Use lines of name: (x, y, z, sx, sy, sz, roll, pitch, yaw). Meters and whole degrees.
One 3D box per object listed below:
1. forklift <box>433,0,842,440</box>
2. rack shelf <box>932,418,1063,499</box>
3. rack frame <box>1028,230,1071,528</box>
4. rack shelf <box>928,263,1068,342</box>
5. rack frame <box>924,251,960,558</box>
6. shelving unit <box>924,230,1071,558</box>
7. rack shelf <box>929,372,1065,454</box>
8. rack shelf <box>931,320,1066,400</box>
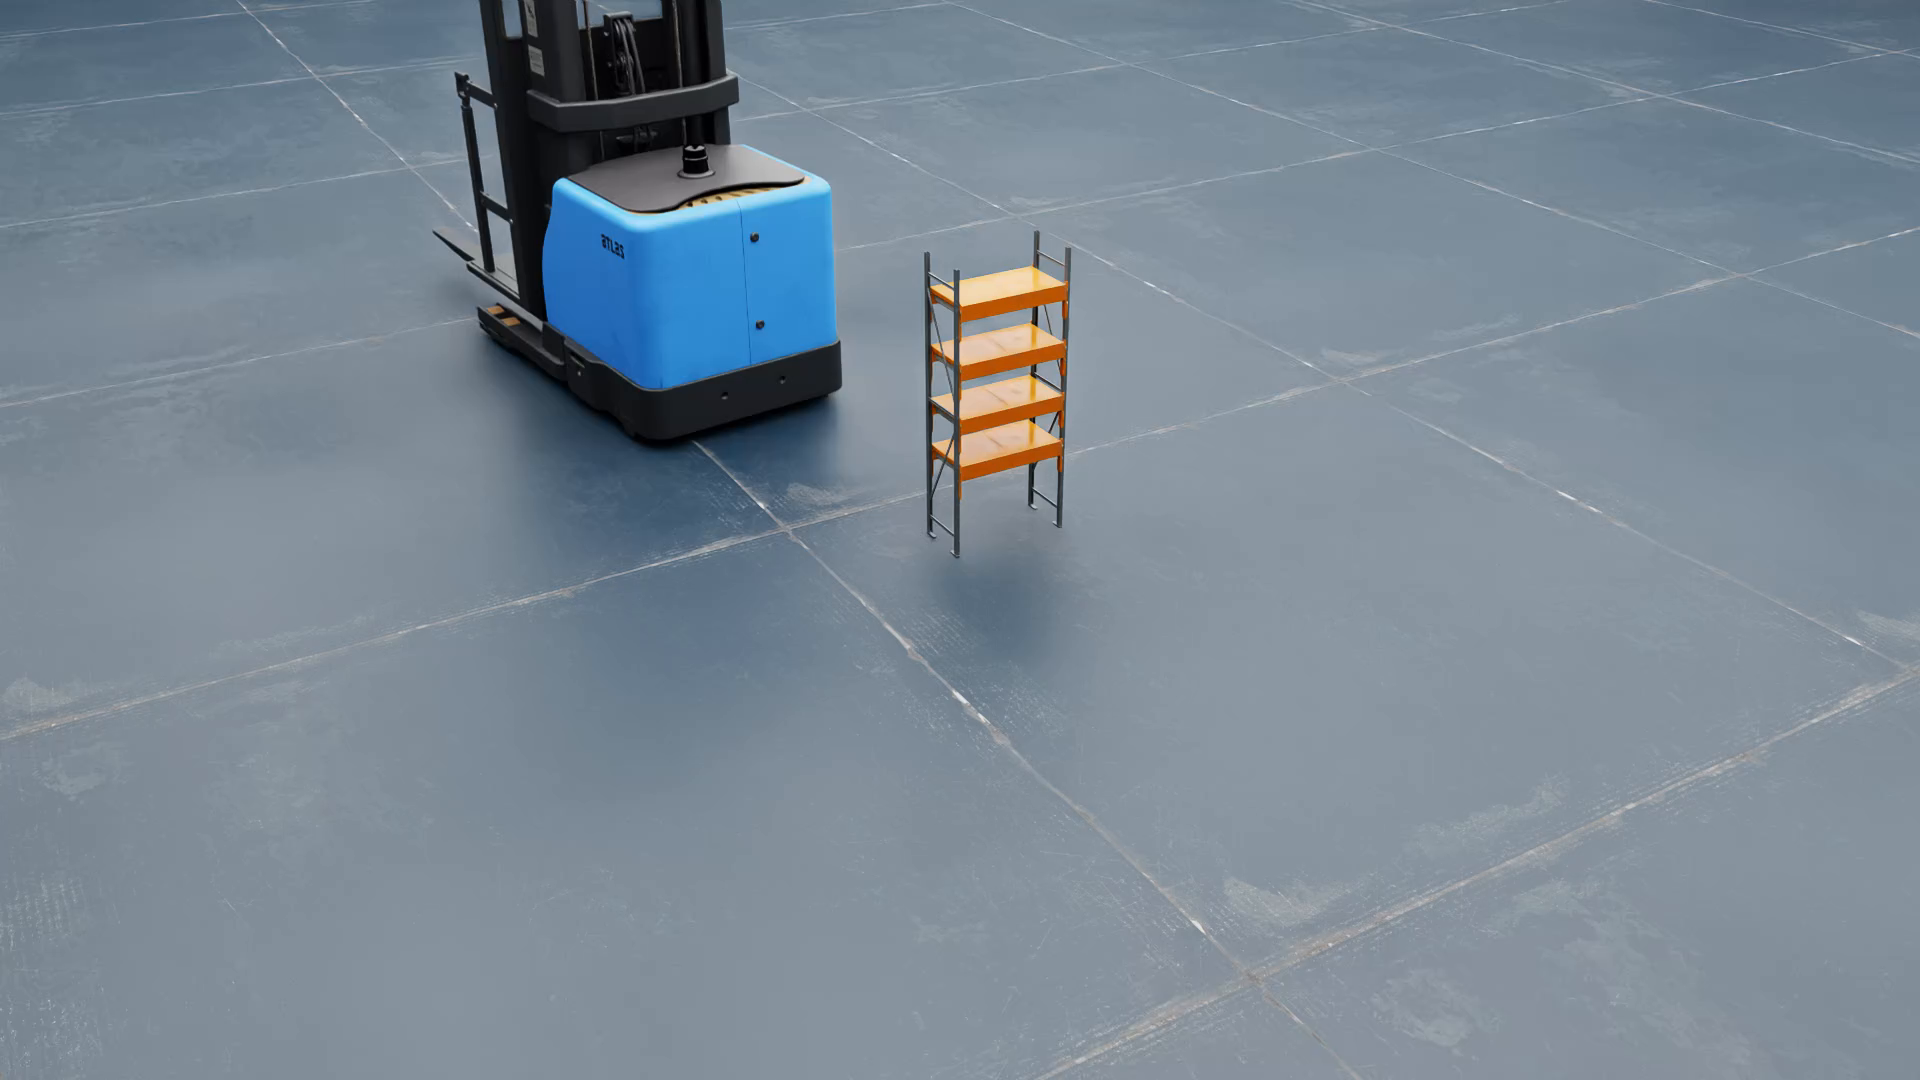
forklift: (-1.846, -2.383, 8.034, 1.130, 2.935, 3.031, -20, 35, -32)
rack shelf: (0.143, -0.333, 6.662, 0.480, 0.148, 0.258, -16, 33, -26)
rack frame: (0.353, -0.626, 6.642, 0.015, 1.200, 0.240, -16, 33, -26)
rack shelf: (0.143, -0.910, 6.344, 0.480, 0.148, 0.258, -16, 33, -26)
rack frame: (-0.068, -0.506, 6.425, 0.015, 1.200, 0.240, -16, 33, -26)
shelving unit: (0.143, -0.566, 6.534, 0.503, 1.200, 0.258, -16, 33, -26)
rack shelf: (0.143, -0.507, 6.566, 0.480, 0.148, 0.258, -16, 33, -26)
rack shelf: (0.143, -0.703, 6.458, 0.480, 0.148, 0.258, -16, 33, -26)
